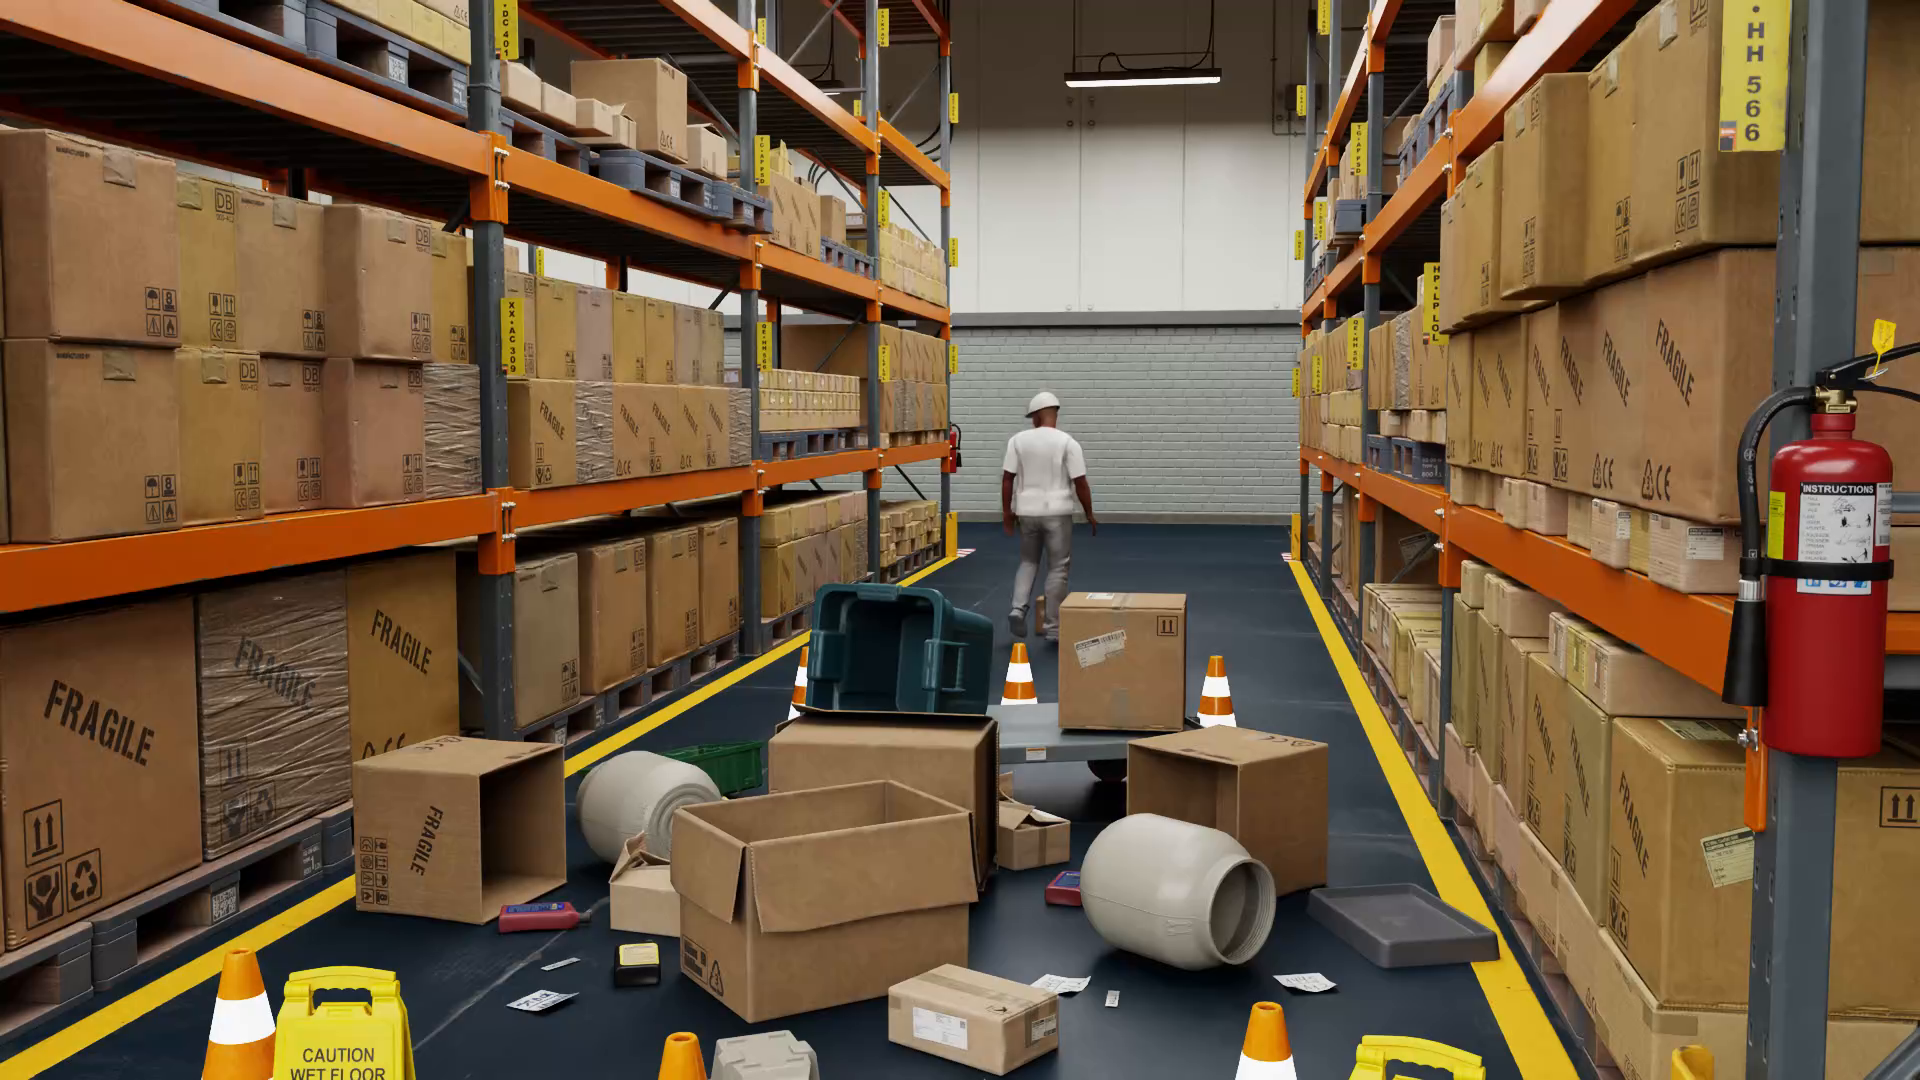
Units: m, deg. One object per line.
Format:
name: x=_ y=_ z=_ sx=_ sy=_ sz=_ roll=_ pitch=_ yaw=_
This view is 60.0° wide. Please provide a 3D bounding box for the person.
person: x=0.653 y=-0.158 z=11.928 sx=0.629 sy=1.804 sz=0.458 roll=2 pitch=5 yaw=26
